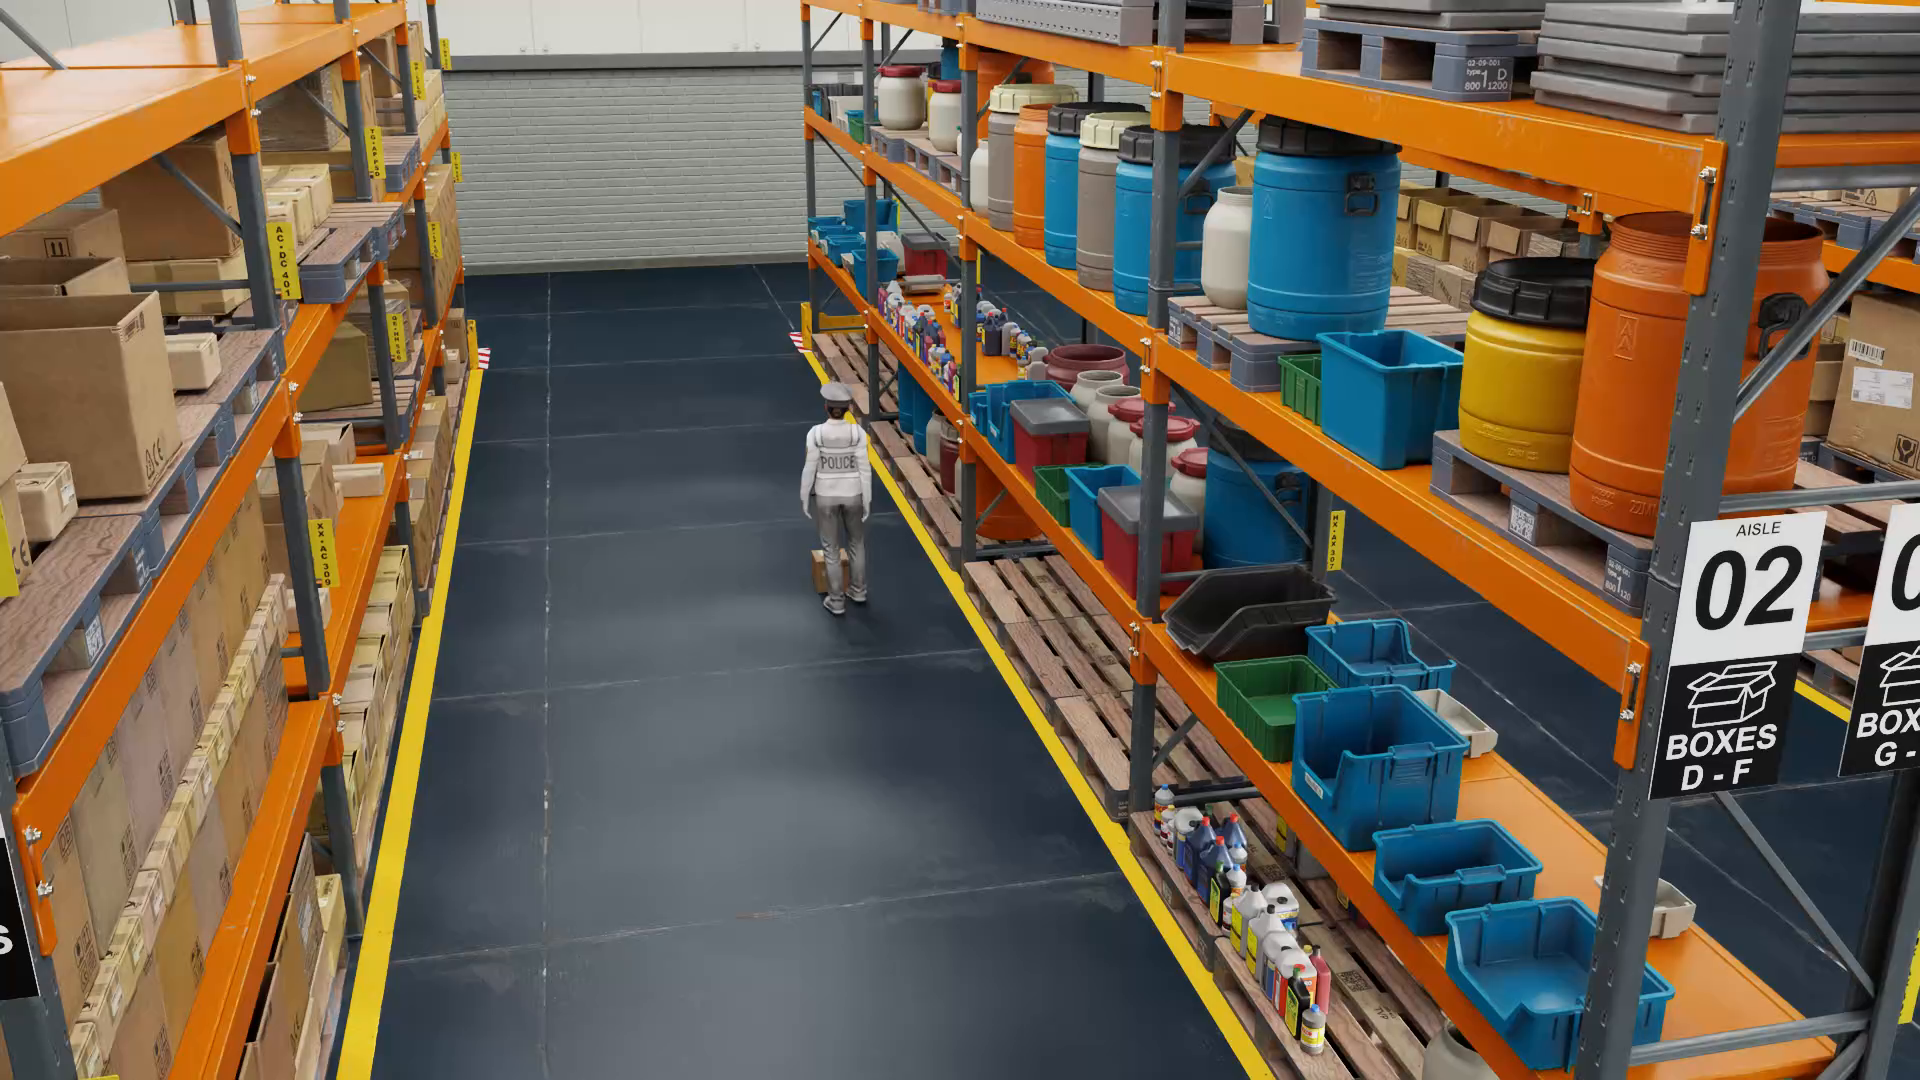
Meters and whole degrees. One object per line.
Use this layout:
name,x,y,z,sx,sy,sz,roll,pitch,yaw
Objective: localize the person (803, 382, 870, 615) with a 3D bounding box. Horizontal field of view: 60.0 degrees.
person,-0.889,-0.301,11.887,0.476,1.678,0.391,-4,20,-11
